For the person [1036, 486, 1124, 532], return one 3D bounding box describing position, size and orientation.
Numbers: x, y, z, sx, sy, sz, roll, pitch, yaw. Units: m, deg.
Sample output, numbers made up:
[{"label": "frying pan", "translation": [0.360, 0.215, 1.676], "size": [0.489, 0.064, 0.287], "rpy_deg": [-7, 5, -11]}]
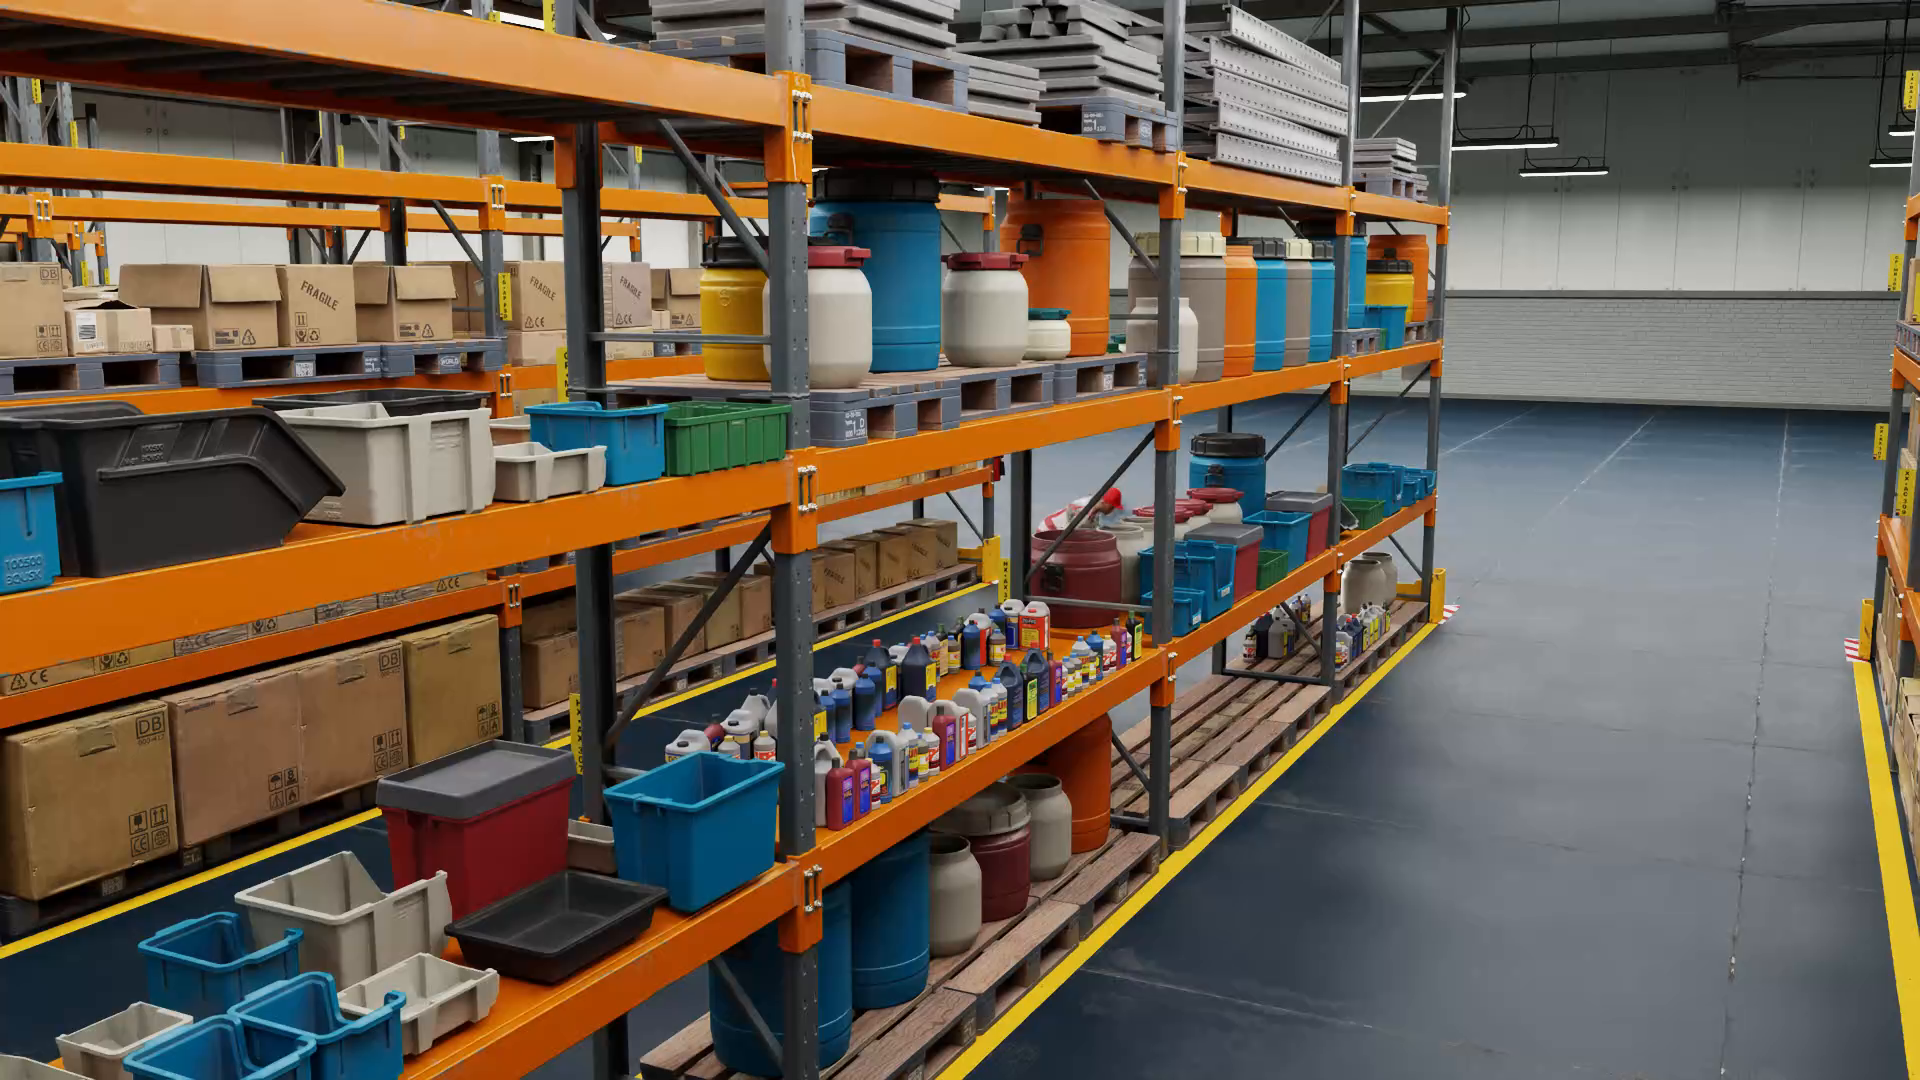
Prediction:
[{"label": "person", "translation": [1.155, 0.186, 16.110], "size": [0.858, 1.472, 0.484], "rpy_deg": [4, 10, 25]}]
